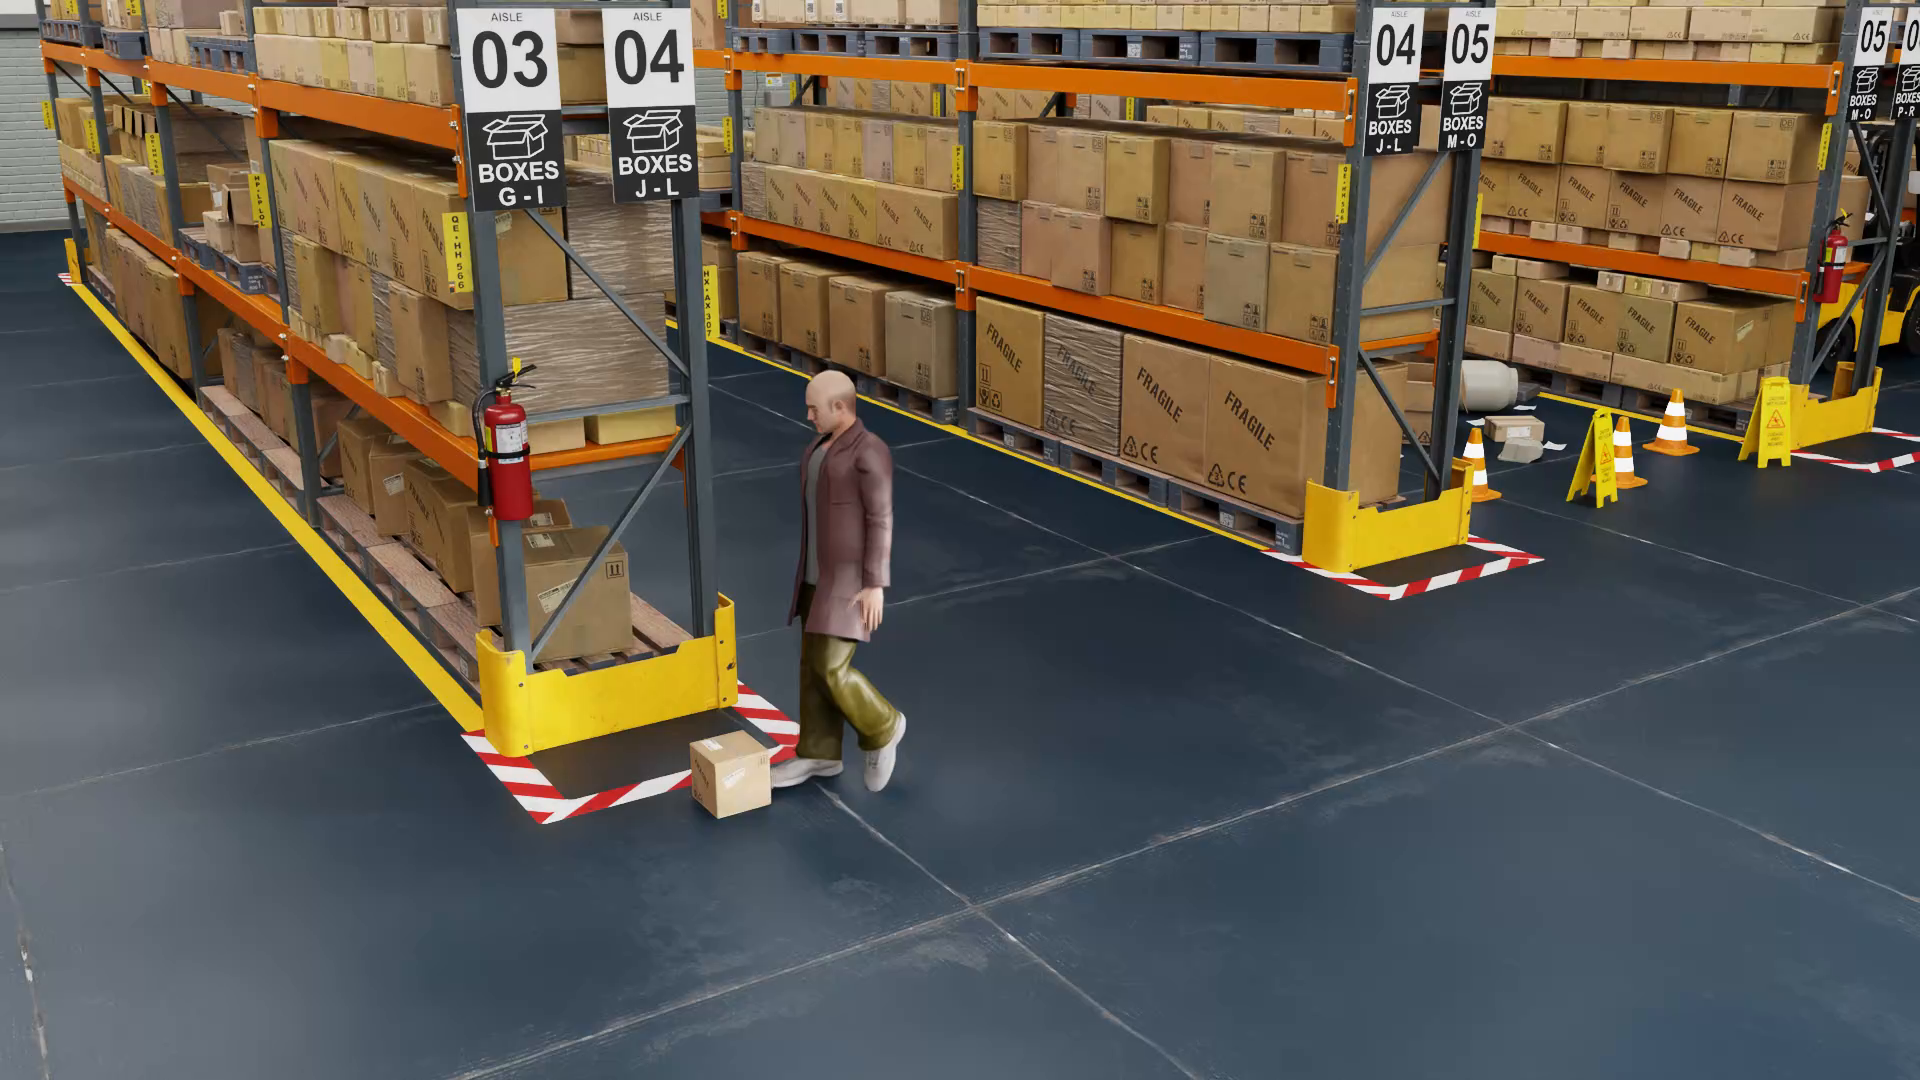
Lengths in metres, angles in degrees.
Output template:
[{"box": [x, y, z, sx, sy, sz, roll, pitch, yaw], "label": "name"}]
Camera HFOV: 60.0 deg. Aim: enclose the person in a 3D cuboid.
[{"box": [-0.564, 0.194, 6.967, 0.609, 1.801, 0.623, -11, 21, -31], "label": "person"}]
